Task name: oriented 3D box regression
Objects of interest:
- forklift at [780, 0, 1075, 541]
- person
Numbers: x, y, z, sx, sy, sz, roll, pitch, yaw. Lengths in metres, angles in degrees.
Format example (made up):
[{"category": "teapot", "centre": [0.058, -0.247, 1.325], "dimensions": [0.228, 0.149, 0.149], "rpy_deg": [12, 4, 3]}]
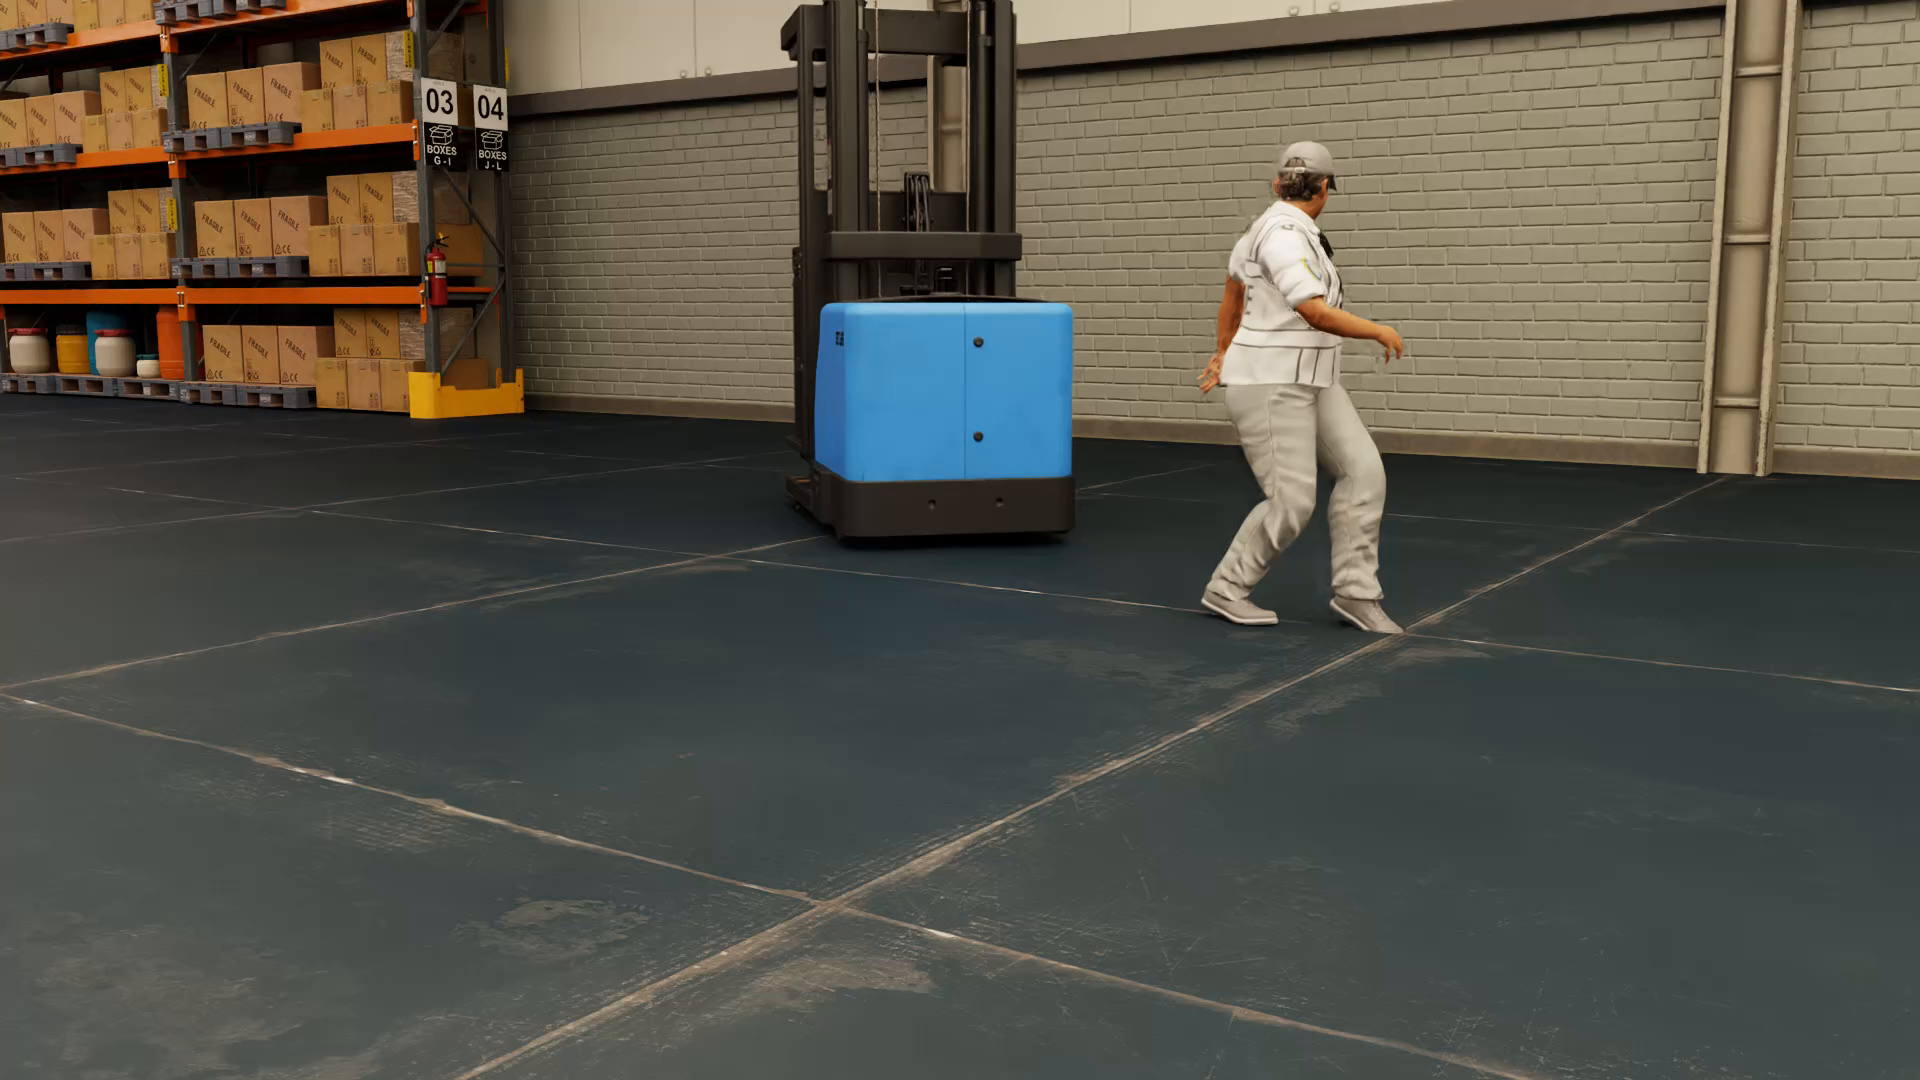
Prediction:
[{"category": "forklift", "centre": [-0.314, -1.613, 8.538], "dimensions": [1.130, 2.935, 3.031], "rpy_deg": [-2, 8, -13]}, {"category": "person", "centre": [1.105, -0.485, 5.531], "dimensions": [0.828, 1.652, 0.529], "rpy_deg": [5, 9, 30]}]
